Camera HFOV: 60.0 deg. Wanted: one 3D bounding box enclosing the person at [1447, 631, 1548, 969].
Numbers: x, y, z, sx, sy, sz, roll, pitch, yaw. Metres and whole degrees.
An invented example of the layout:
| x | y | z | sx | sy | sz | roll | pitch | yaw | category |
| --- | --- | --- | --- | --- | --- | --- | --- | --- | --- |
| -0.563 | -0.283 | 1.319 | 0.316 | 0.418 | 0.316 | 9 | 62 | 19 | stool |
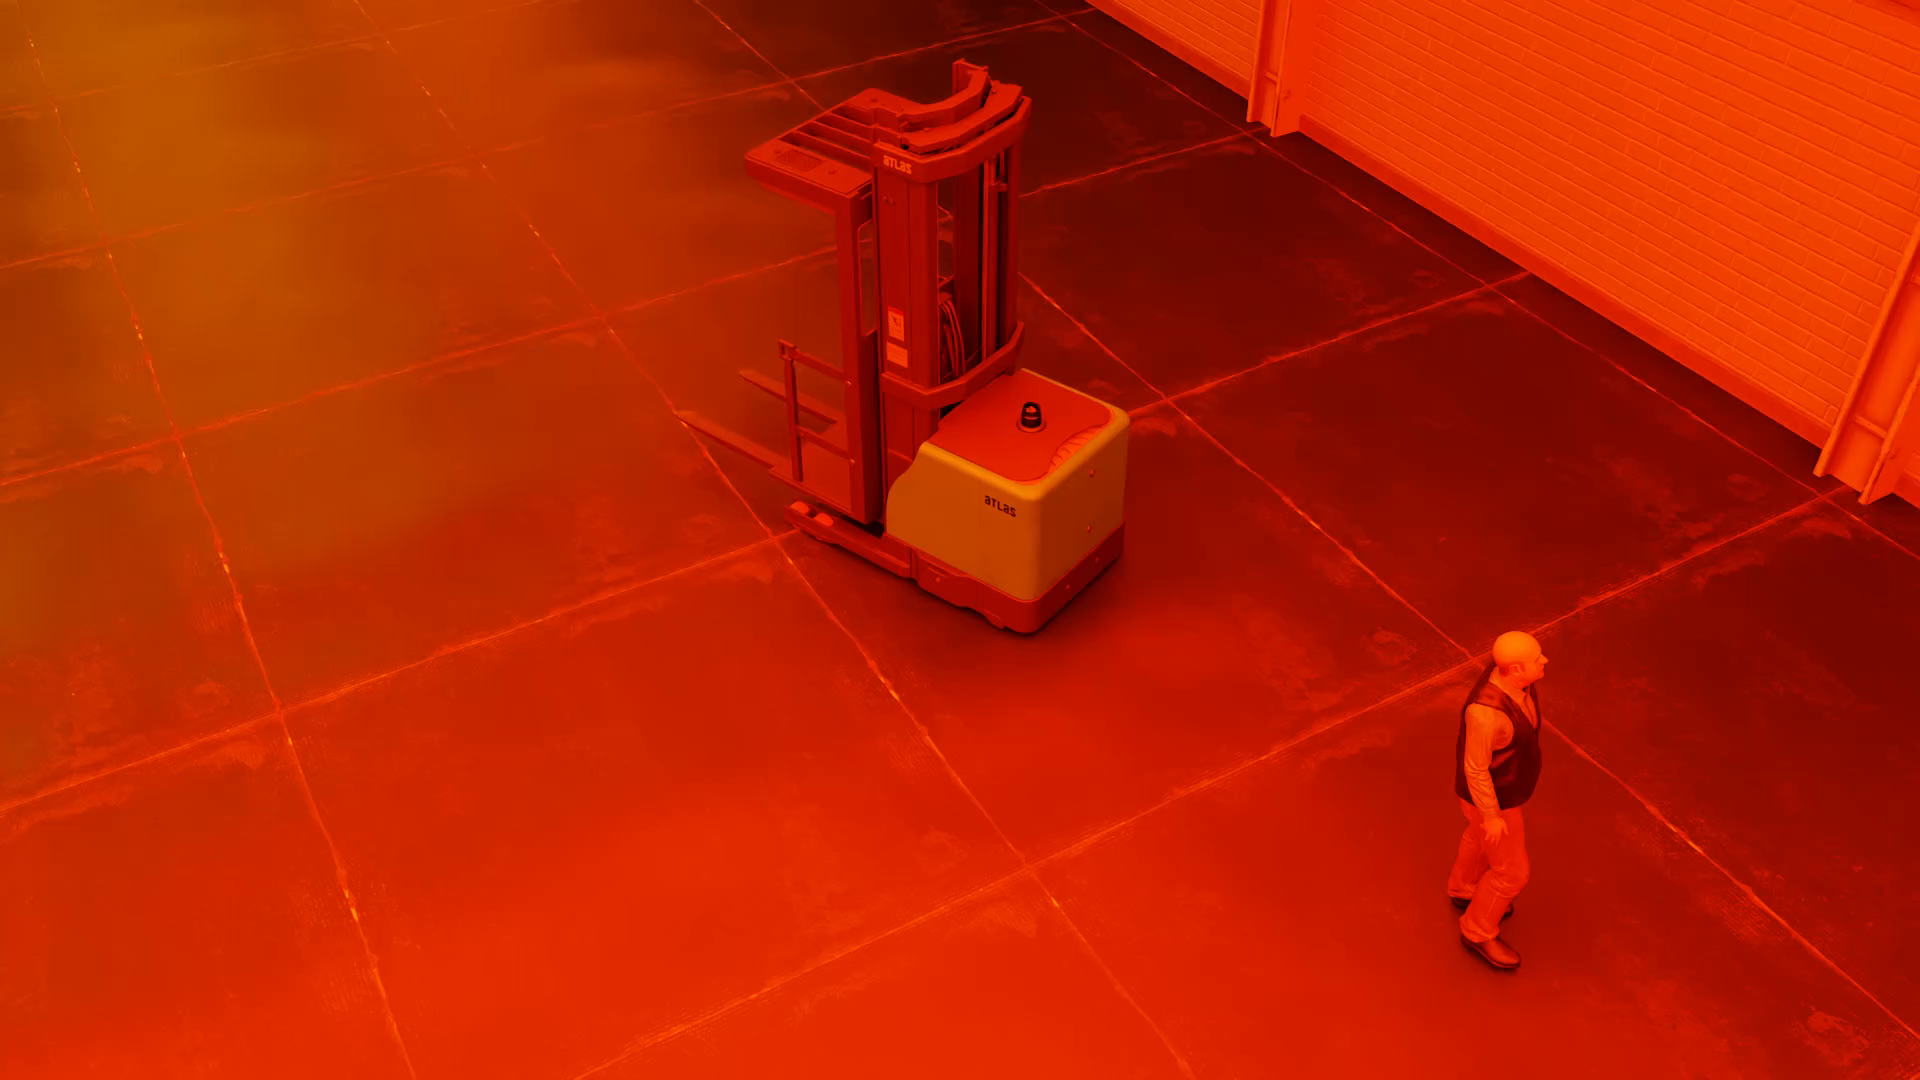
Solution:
| x | y | z | sx | sy | sz | roll | pitch | yaw | category |
| --- | --- | --- | --- | --- | --- | --- | --- | --- | --- |
| 2.510 | 1.145 | 7.593 | 0.578 | 1.718 | 0.634 | 19 | 43 | 22 | person |

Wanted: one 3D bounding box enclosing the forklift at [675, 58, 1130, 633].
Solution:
| x | y | z | sx | sy | sz | roll | pitch | yaw | category |
| --- | --- | --- | --- | --- | --- | --- | --- | --- | --- |
| -0.481 | -1.366 | 9.683 | 3.031 | 2.935 | 1.130 | 26 | 46 | 28 | forklift |
